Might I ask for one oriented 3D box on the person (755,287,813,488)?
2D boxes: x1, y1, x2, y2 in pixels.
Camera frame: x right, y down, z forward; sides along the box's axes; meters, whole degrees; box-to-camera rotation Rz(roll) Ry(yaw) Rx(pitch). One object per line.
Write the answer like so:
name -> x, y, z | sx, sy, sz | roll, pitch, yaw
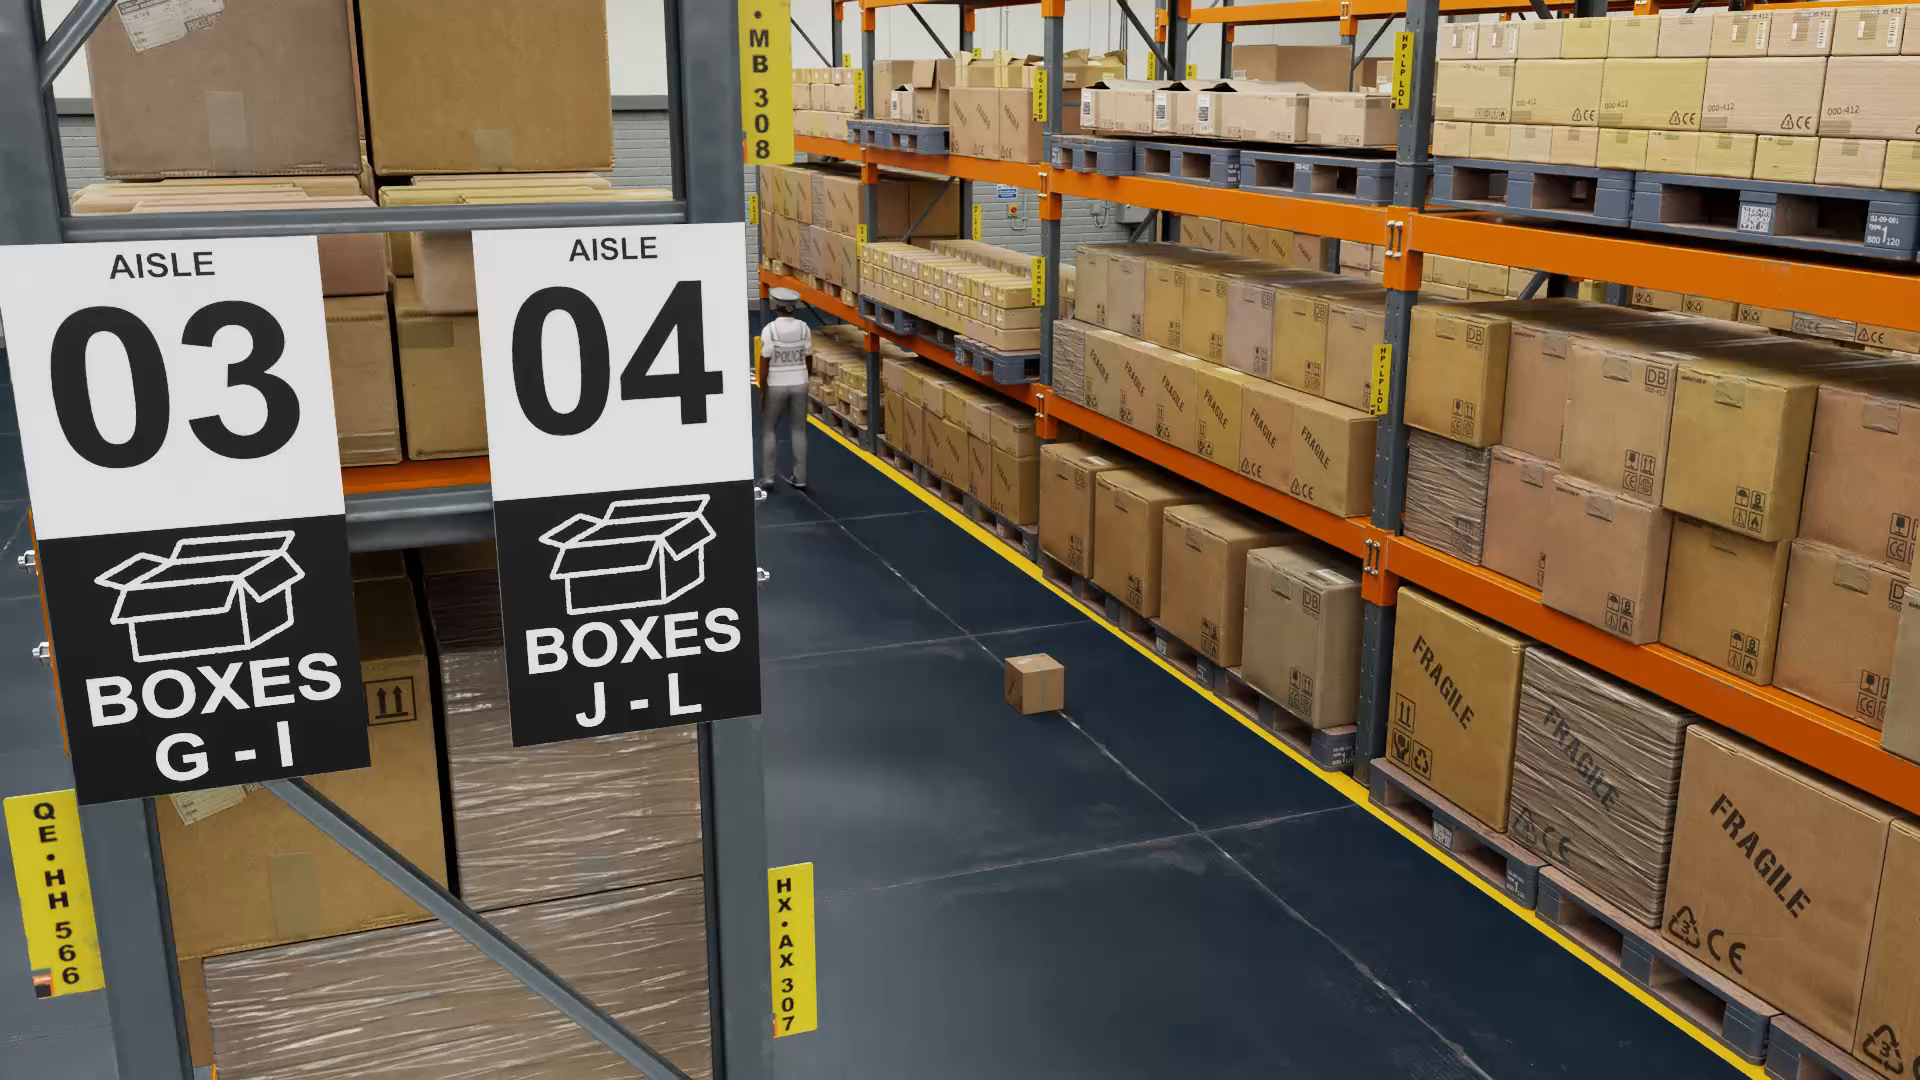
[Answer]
person -> -1.479, -1.240, 13.962 | 0.501, 1.752, 0.426 | -6, 17, -22
